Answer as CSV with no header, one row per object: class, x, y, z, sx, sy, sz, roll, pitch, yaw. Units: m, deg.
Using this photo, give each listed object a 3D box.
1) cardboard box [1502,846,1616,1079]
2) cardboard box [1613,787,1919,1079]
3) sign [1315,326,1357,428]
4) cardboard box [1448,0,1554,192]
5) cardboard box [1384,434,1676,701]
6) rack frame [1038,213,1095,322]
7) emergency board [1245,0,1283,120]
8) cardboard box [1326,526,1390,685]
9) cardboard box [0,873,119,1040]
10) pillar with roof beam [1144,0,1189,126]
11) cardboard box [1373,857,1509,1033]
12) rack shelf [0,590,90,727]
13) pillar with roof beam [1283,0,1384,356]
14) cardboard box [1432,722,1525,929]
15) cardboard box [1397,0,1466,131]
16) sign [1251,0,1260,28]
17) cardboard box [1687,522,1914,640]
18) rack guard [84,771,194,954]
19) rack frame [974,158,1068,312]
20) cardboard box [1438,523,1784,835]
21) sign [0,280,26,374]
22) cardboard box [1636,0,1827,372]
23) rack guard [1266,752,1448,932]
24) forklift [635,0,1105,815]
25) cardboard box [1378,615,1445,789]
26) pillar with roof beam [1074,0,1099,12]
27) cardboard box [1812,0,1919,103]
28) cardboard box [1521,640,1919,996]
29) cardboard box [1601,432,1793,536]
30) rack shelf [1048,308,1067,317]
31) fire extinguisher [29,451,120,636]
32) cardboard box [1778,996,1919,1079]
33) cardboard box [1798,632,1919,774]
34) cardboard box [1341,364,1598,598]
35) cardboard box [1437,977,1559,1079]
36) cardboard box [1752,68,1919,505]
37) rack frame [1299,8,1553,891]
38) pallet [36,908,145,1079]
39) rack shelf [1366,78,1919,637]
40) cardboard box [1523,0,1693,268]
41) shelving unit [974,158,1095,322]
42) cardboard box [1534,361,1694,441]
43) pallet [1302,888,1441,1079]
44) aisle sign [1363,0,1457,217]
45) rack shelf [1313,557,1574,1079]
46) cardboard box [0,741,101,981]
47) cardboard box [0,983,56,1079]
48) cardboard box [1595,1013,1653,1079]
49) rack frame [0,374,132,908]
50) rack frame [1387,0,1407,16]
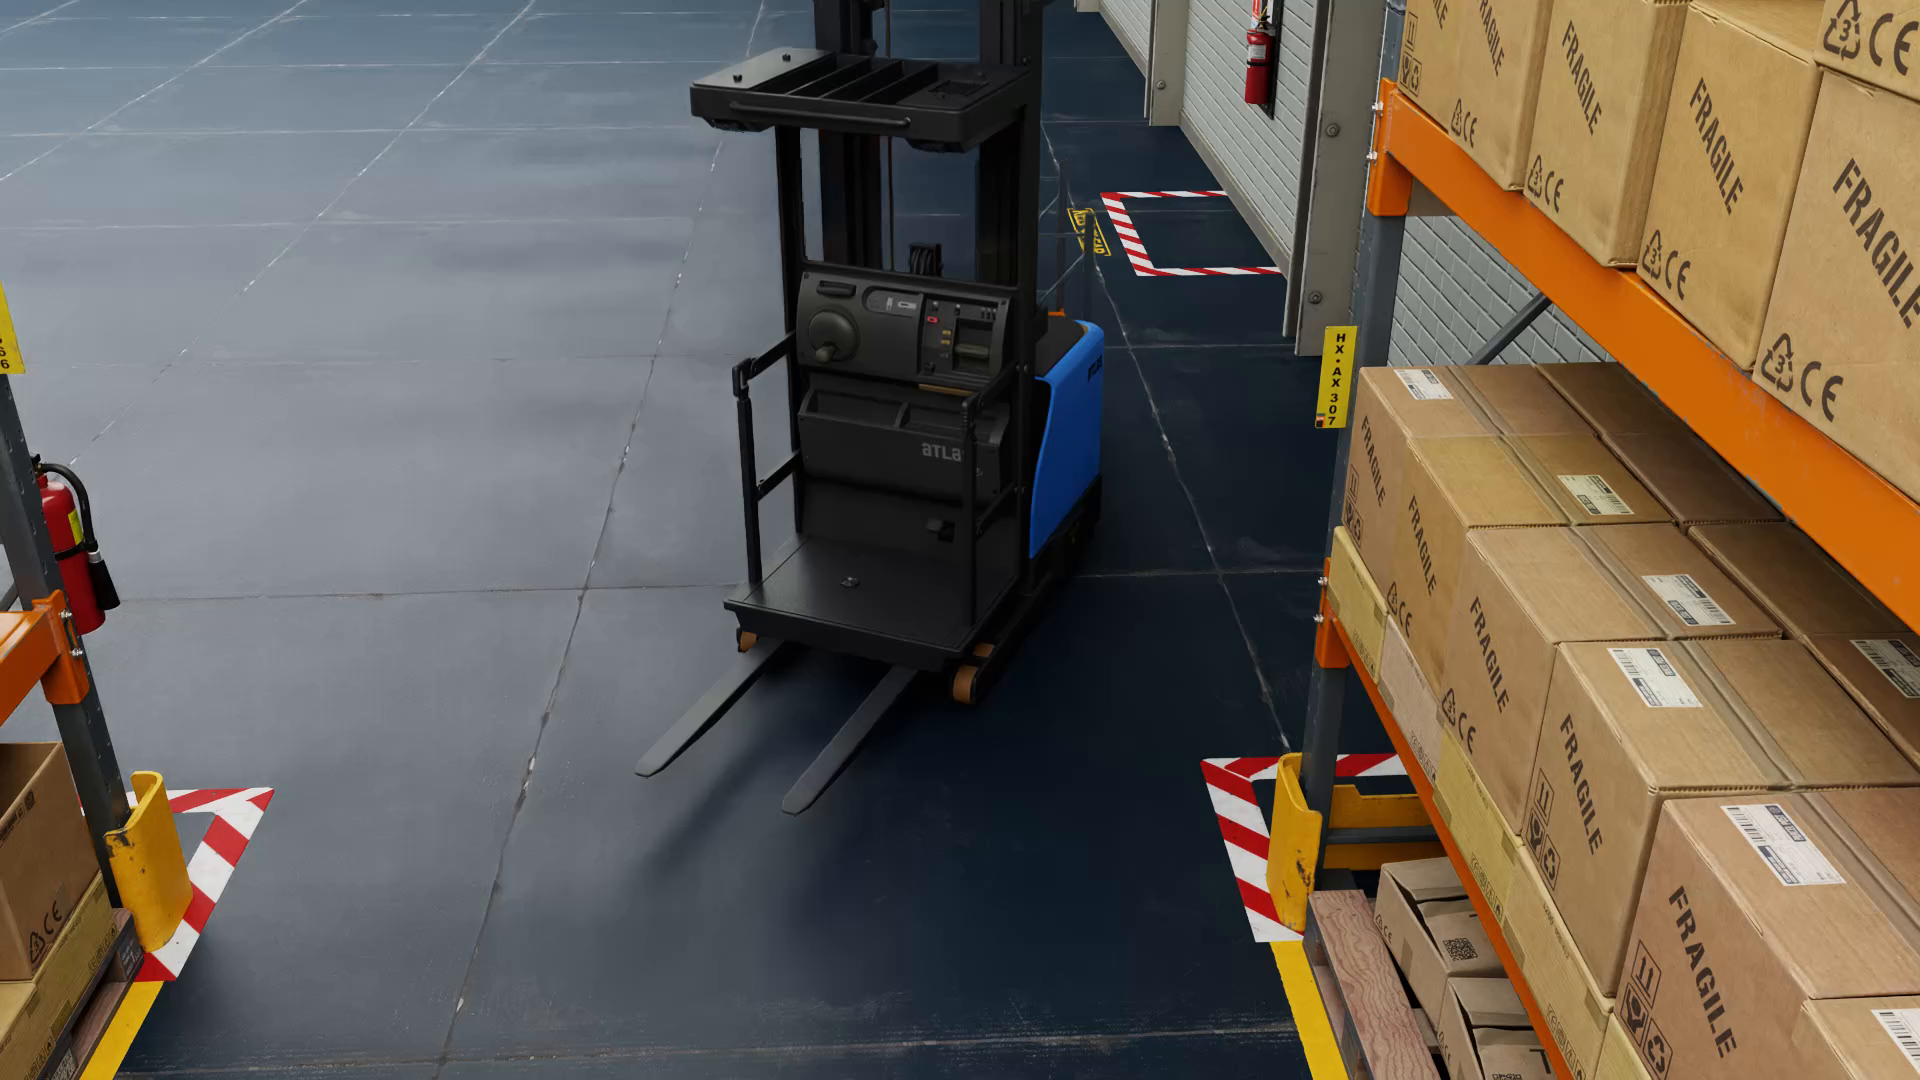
cardboard box,1.471,0.881,3.457,0.500,0.250,0.500,-1,28,-2
cardboard box,1.505,0.781,2.839,0.500,0.500,0.500,-2,28,-4
sign,1.135,-0.488,5.006,0.100,0.325,0.005,-1,28,-3
cardboard box,1.437,-1.091,3.725,0.500,0.500,0.500,0,28,1
cardboard box,1.417,0.064,4.214,0.500,0.500,0.500,-1,28,-2
rack frame,0.399,-0.902,8.358,0.500,1.500,0.032,-2,28,-4
emergency board,2.173,-3.728,12.154,0.194,1.169,0.643,-1,28,-3
cardboard box,1.385,0.173,4.815,0.500,0.250,0.500,-2,28,-4
cardboard box,-2.947,1.277,5.077,0.500,0.250,0.500,-1,28,-3
pillar with roof beam,-2.349,-7.913,13.691,9.100,9.000,0.400,-1,28,-3
cardboard box,1.623,1.201,5.135,0.500,0.311,0.500,-4,28,-8
rack shelf,-3.166,1.246,3.395,1.077,0.370,4.000,-1,28,-3
pillar with roof beam,-2.035,-5.142,8.378,9.100,9.000,0.400,-1,28,-3
cardboard box,1.447,0.648,3.904,0.500,0.250,0.500,-2,28,-3
cardboard box,1.444,-1.340,4.203,0.500,0.500,0.500,-1,28,-1
sign,2.247,-4.002,12.641,0.001,0.329,0.234,-1,28,-3
cardboard box,1.961,0.292,3.777,0.500,0.500,0.500,-2,28,-4
rack guard,-3.271,1.101,5.598,1.175,0.500,0.348,-1,28,-3
rack frame,0.329,-1.371,9.258,0.500,1.500,0.032,-2,28,-4
cardboard box,1.438,0.303,3.756,0.500,0.500,0.500,-2,28,-4
sign,-2.727,-0.621,4.689,0.100,0.325,0.005,-1,28,-3
cardboard box,1.517,-0.605,2.792,0.500,0.500,0.500,0,28,1
rack guard,1.681,1.026,5.742,1.175,0.500,0.348,-1,28,-3
forklift,-0.321,-0.834,6.680,1.130,2.935,3.031,11,29,19
cardboard box,1.426,0.413,4.356,0.500,0.250,0.500,-2,28,-4
pillar with roof beam,-2.662,-10.684,19.003,9.100,9.000,0.400,-1,28,-3
cardboard box,1.512,-0.815,2.115,0.500,0.500,0.500,-2,28,-4
cardboard box,1.477,0.541,3.299,0.500,0.500,0.500,-1,28,-1
cardboard box,1.930,0.053,4.235,0.500,0.500,0.500,-1,28,-2
rack shelf,0.364,-0.977,8.891,0.538,0.185,1.000,-2,28,-4
fire extinguisher,-2.812,-0.028,5.143,0.296,0.674,0.183,-1,28,-3
cardboard box,1.520,1.014,2.392,0.500,0.500,0.500,-2,28,-3
cardboard box,1.988,0.524,3.331,0.500,0.500,0.500,-1,28,-2
cardboard box,1.401,-0.165,4.652,0.500,0.500,0.500,-1,28,-3
cardboard box,1.653,1.465,4.630,0.500,0.311,0.500,1,28,2
cardboard box,1.532,-0.370,2.341,0.500,0.500,0.500,-2,28,-5
rack frame,1.677,-0.118,5.232,1.000,3.000,0.127,-1,28,-3
pallet,-3.188,1.592,4.969,1.003,0.211,1.213,-1,28,-3
rack shelf,1.781,-0.205,2.933,1.077,0.370,4.000,-1,28,-3
cardboard box,1.468,-0.852,3.266,0.500,0.500,0.500,0,28,0
shelving unit,0.365,-1.133,8.800,0.587,1.500,1.083,-2,28,-4
cardboard box,1.914,-0.180,4.681,0.500,0.500,0.500,-2,28,-3
pallet,1.688,1.530,5.088,1.003,0.211,1.213,-1,28,-3
aisle sign,1.373,-1.296,4.680,0.394,0.787,0.004,-1,28,-3
rack shelf,1.781,1.125,3.627,1.077,0.370,4.000,-1,28,-3
cardboard box,-2.945,0.945,4.903,0.500,0.500,0.500,-1,28,-3
cardboard box,-2.909,1.508,4.634,0.500,0.250,0.500,-1,28,-3
cardboard box,1.499,1.114,3.011,0.500,0.250,0.500,-2,28,-3
rack frame,-3.270,0.004,4.999,1.000,3.000,0.127,-1,28,-3
rack frame,1.677,-2.777,3.844,1.000,3.000,0.127,-1,28,-3
